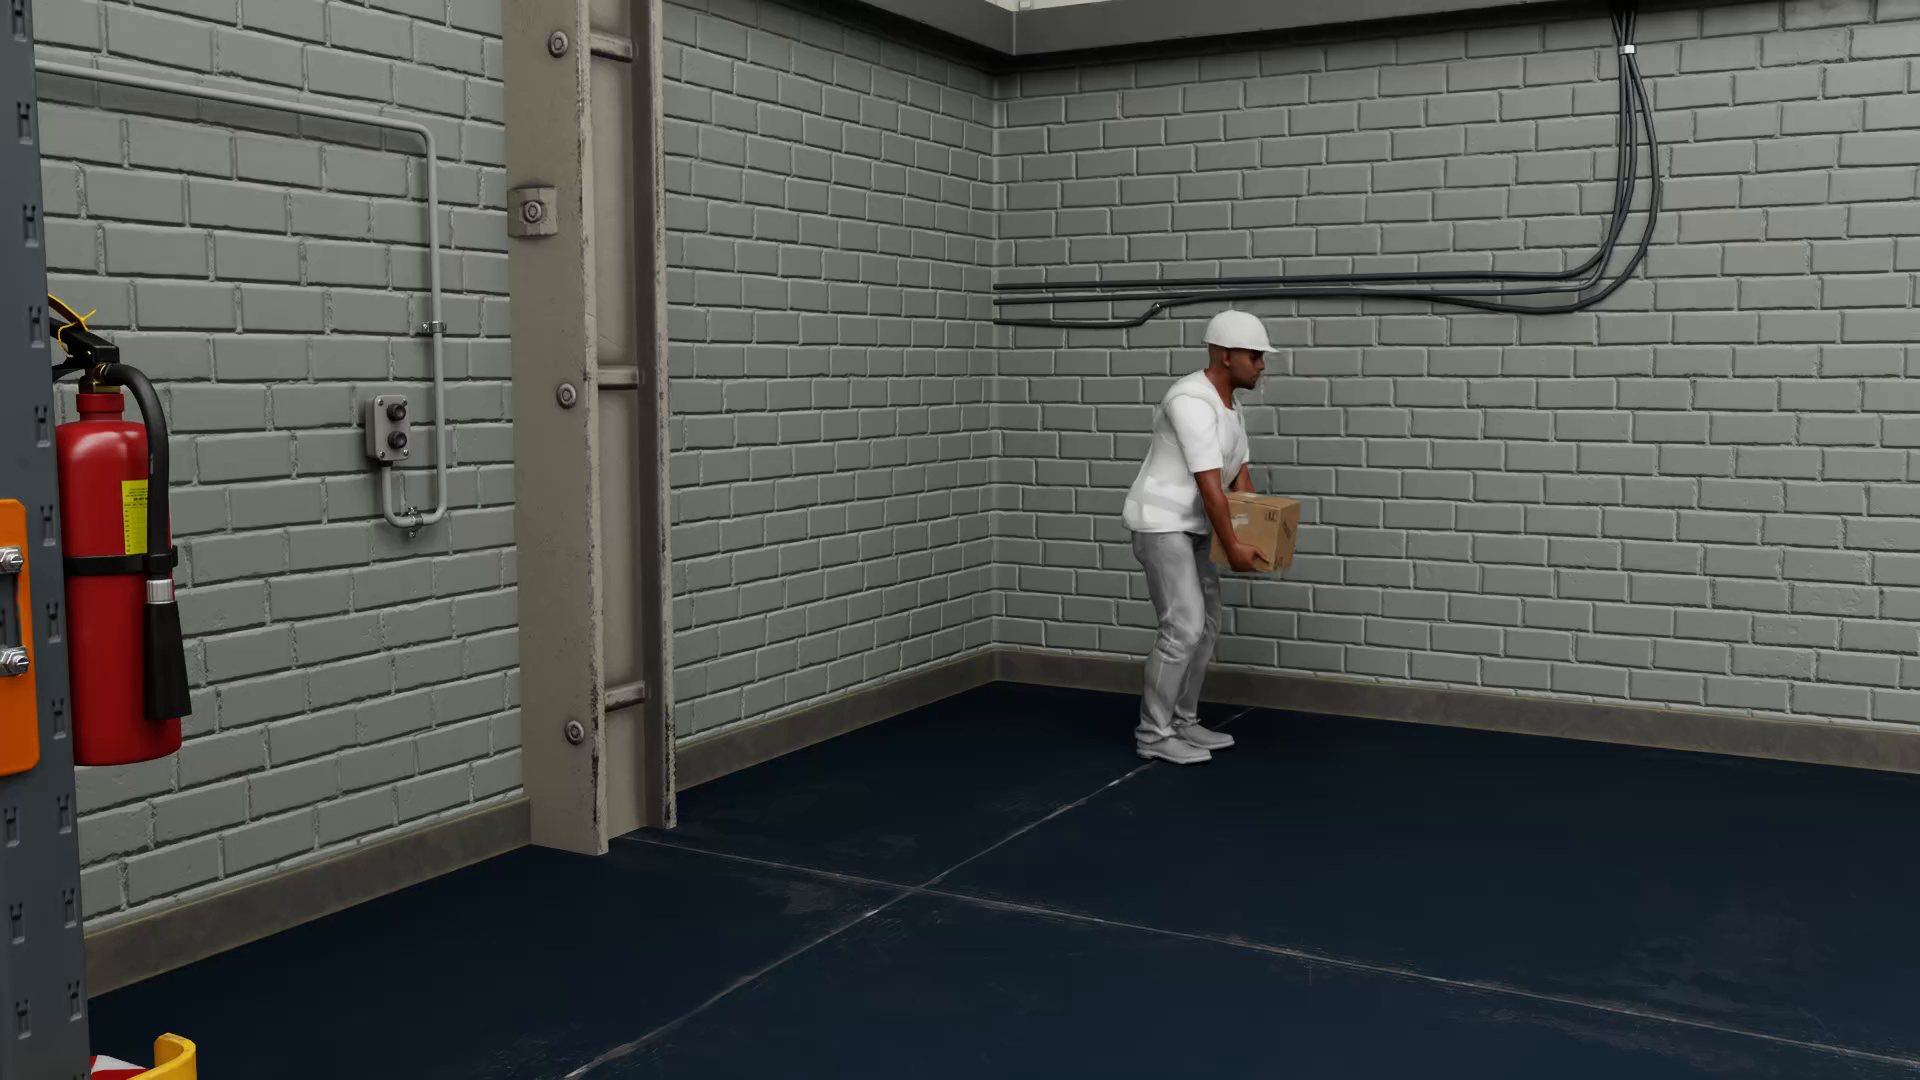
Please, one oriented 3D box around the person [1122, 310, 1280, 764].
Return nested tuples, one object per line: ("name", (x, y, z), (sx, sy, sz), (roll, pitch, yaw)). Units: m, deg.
("person", (0.949, -0.018, 6.417), (0.607, 1.719, 0.498), (3, 7, 28))
